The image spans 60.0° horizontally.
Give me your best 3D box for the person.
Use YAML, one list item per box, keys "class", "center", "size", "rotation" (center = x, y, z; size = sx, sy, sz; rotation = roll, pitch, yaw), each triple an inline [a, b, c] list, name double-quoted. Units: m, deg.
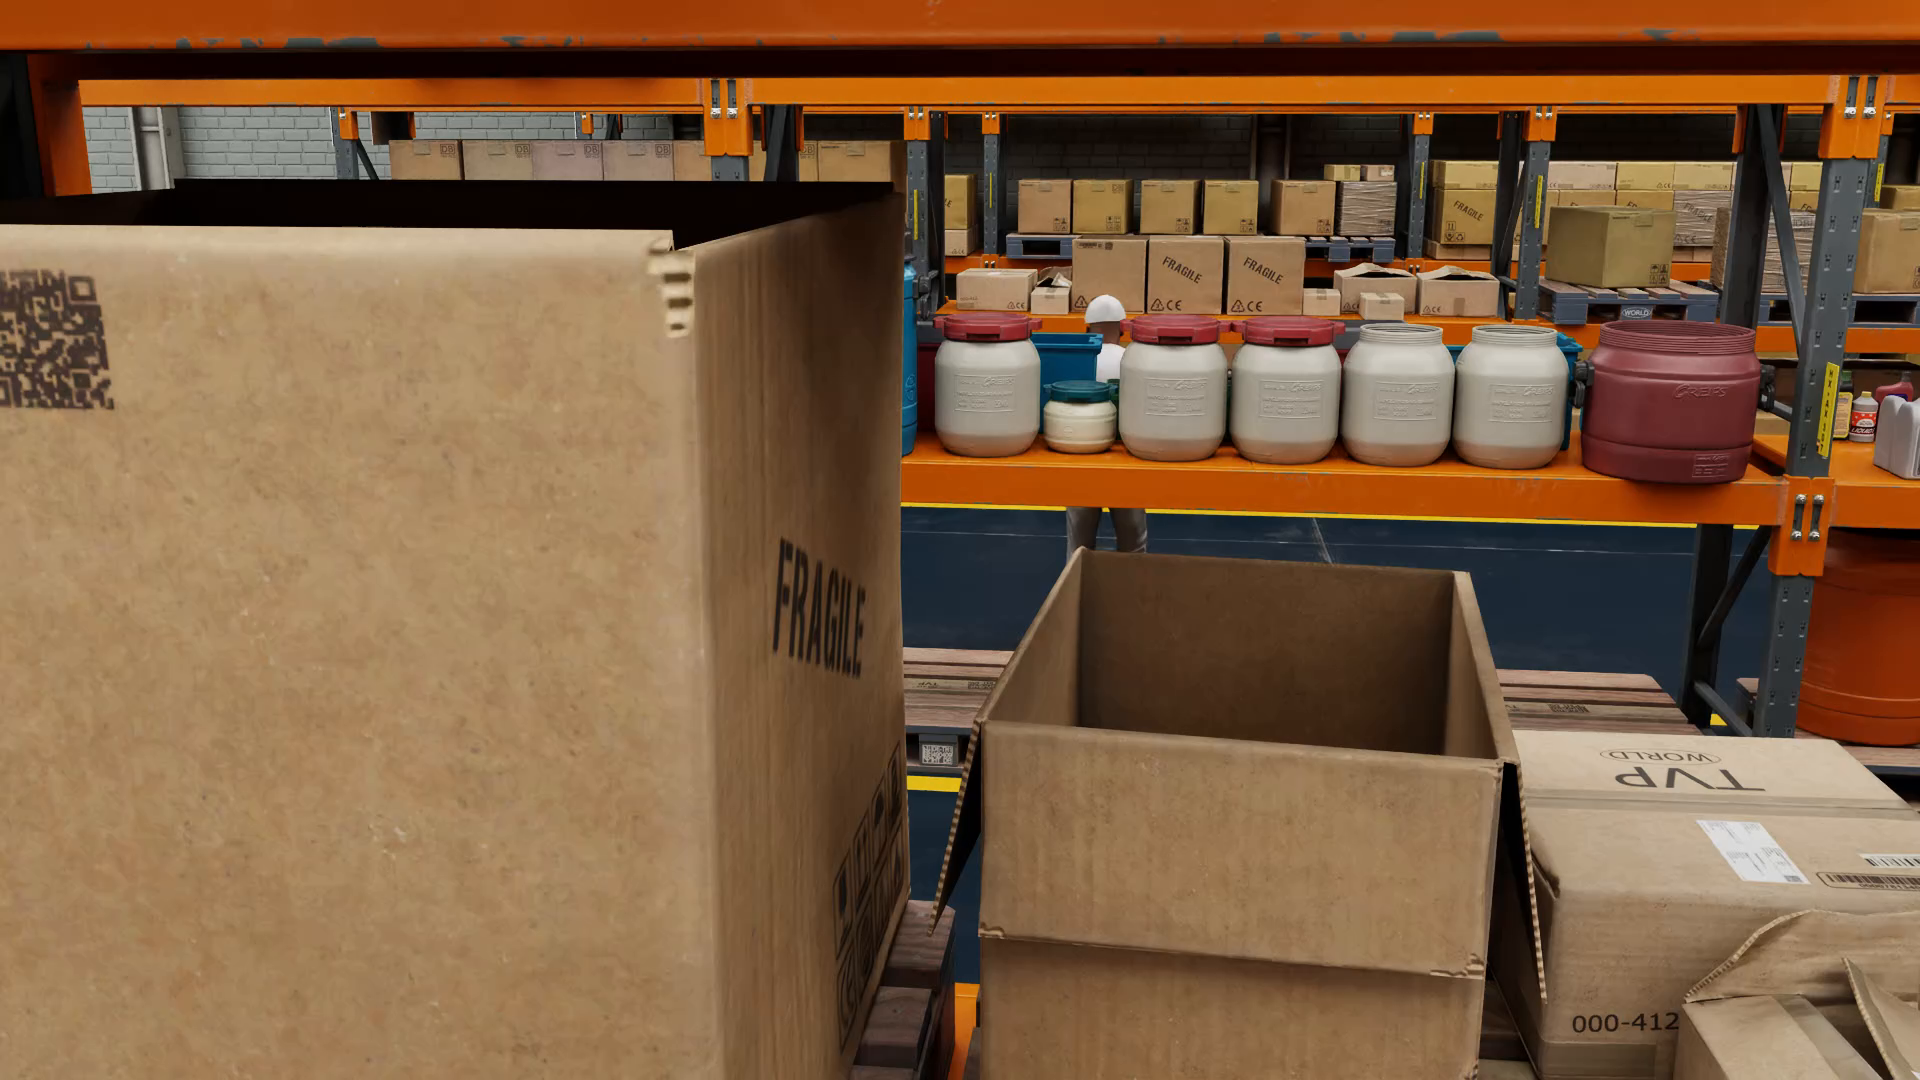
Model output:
- class: "person"
  center: [0.726, -0.331, 8.276]
  size: [0.627, 1.761, 0.456]
  rotation: [2, 14, 7]
